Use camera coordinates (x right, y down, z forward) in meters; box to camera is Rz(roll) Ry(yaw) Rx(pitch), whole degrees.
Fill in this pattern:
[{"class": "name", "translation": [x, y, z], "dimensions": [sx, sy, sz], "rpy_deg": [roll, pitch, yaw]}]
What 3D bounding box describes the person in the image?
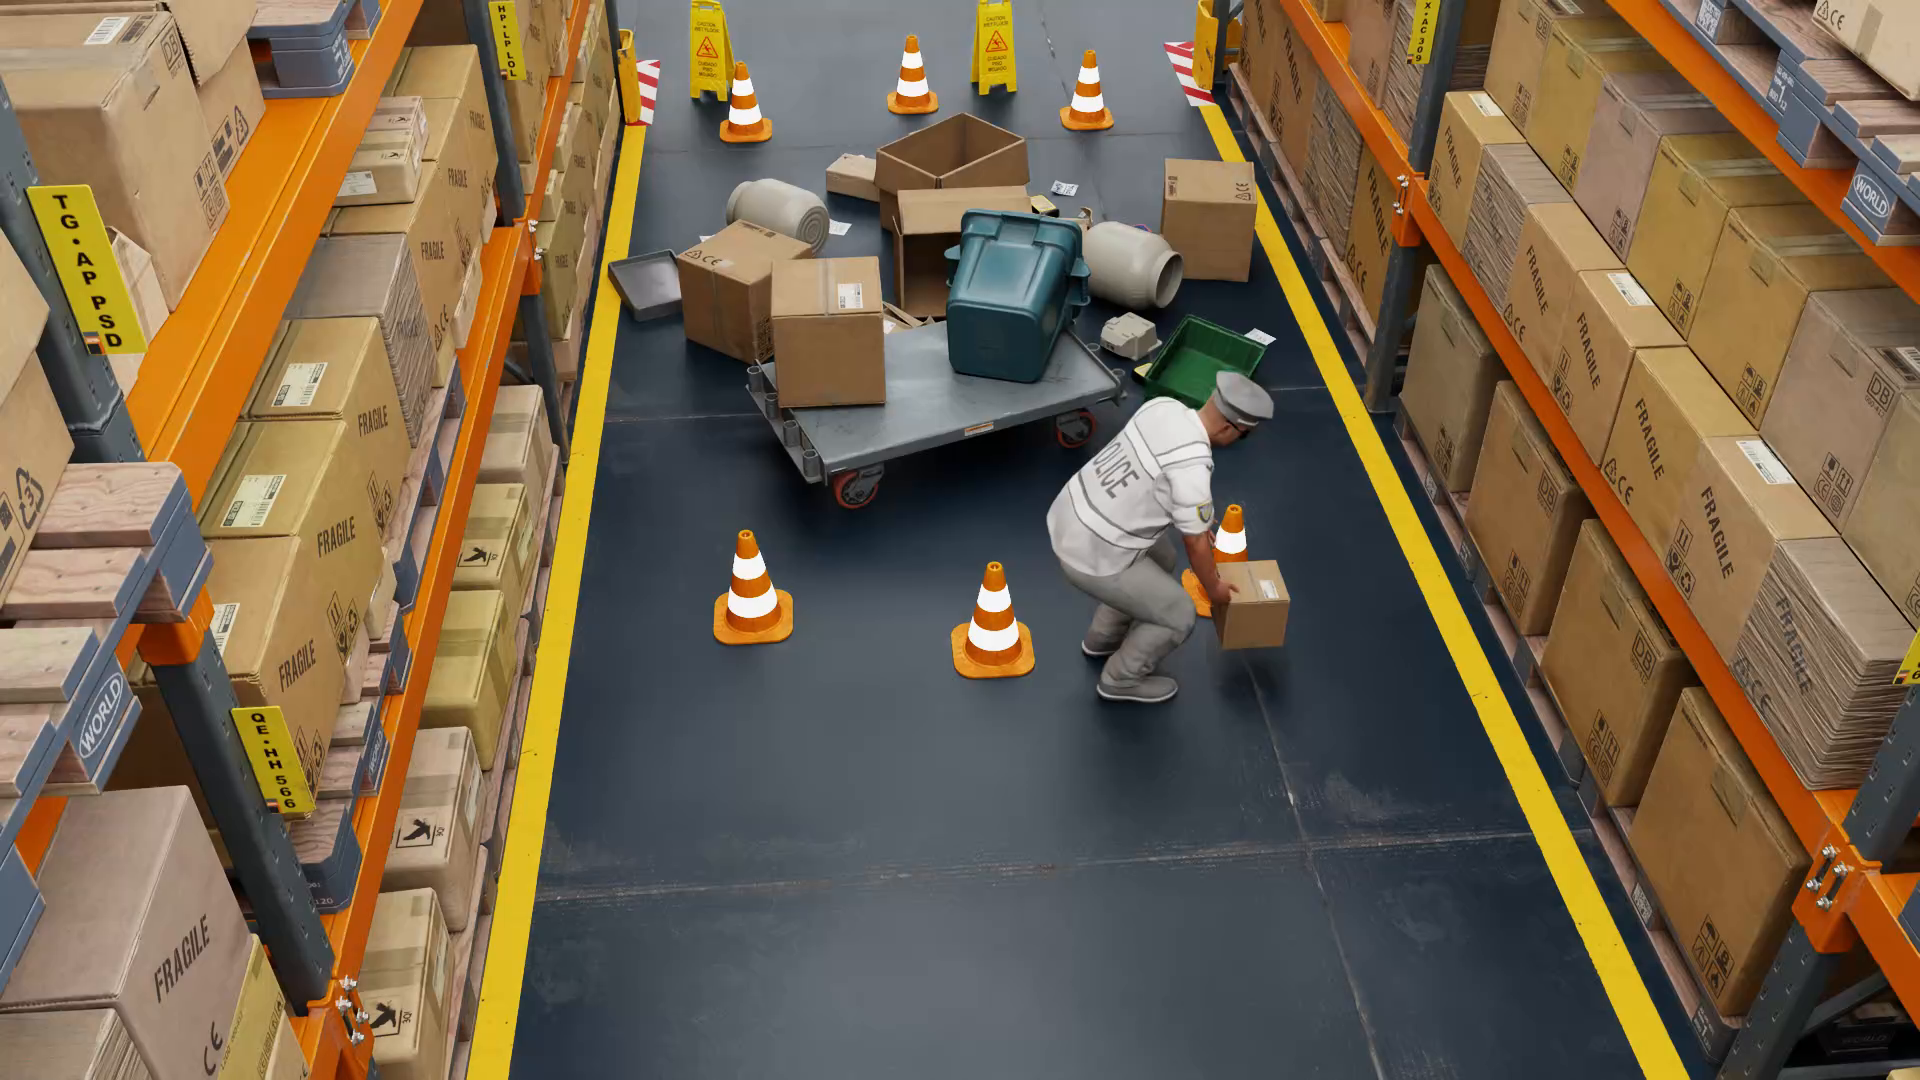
[{"class": "person", "translation": [0.778, 0.050, 6.539], "dimensions": [0.898, 1.190, 0.573], "rpy_deg": [-3, 39, -4]}]
